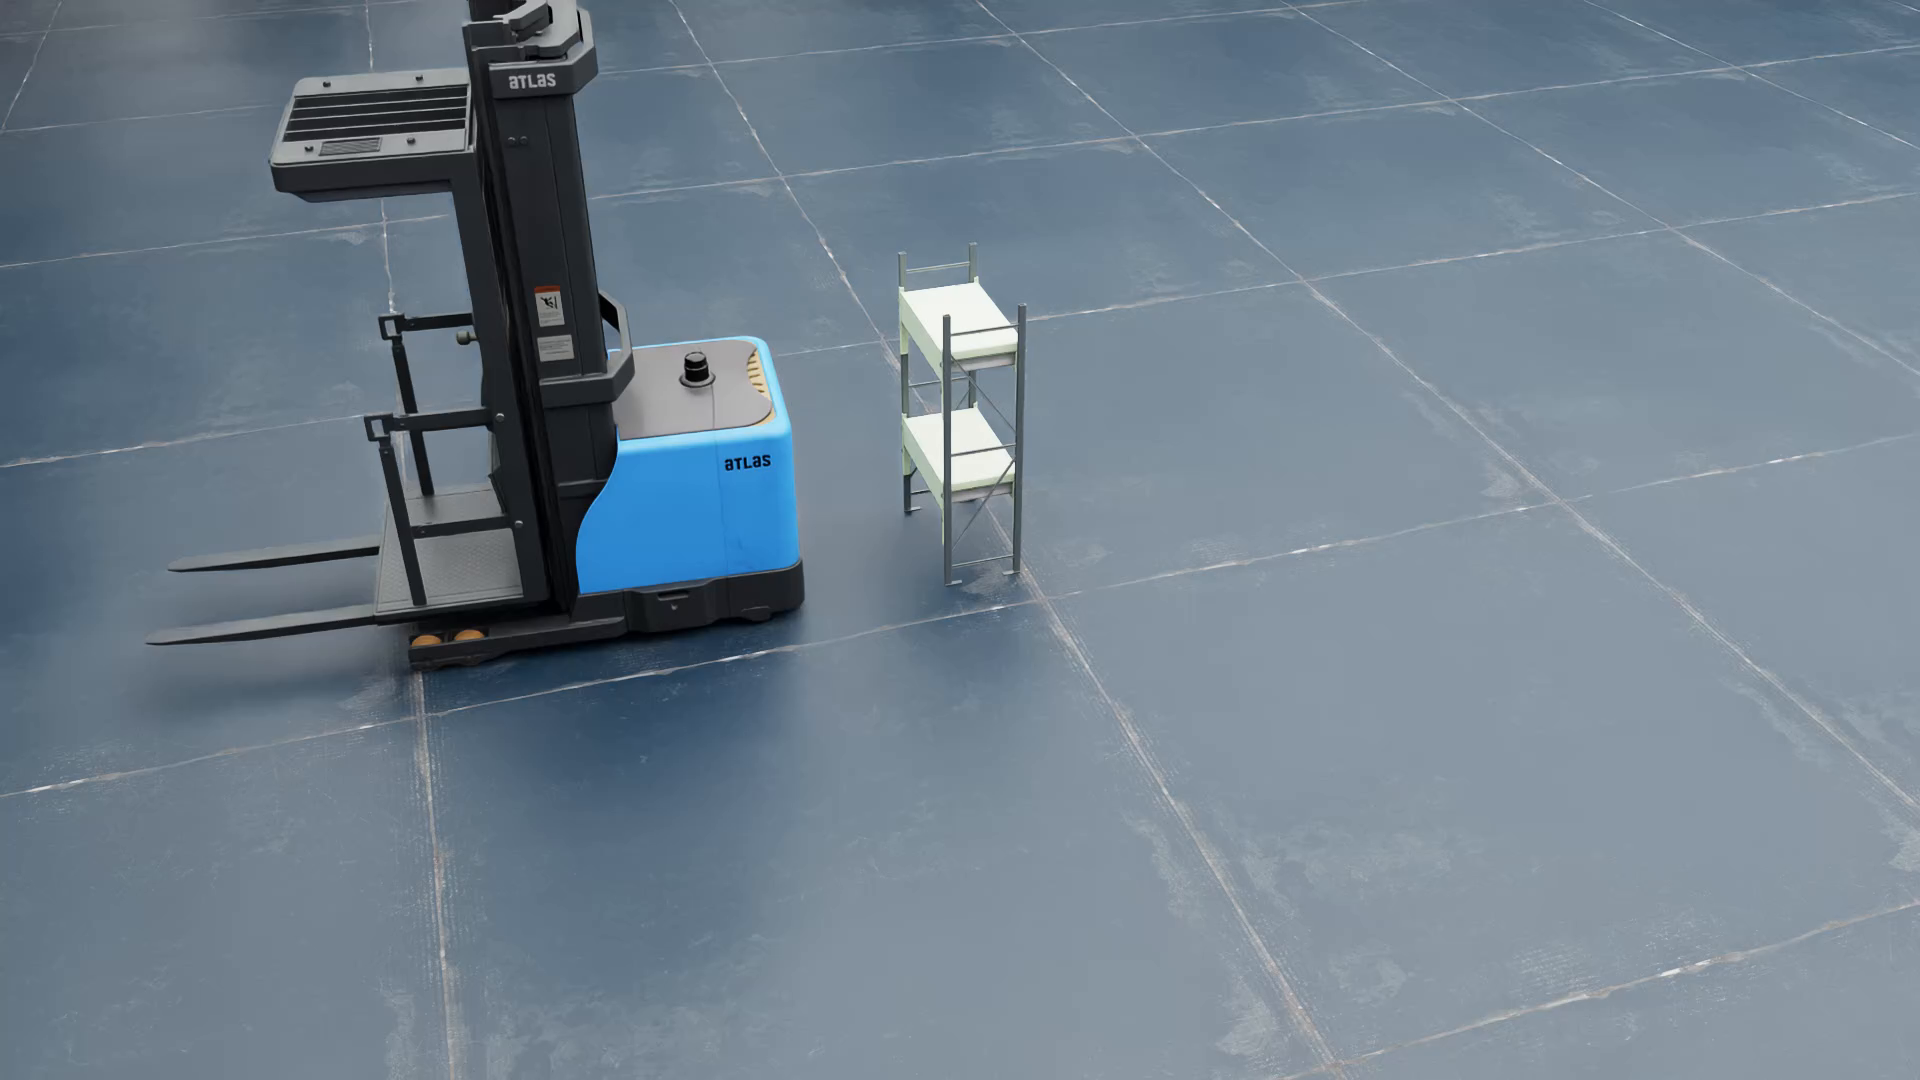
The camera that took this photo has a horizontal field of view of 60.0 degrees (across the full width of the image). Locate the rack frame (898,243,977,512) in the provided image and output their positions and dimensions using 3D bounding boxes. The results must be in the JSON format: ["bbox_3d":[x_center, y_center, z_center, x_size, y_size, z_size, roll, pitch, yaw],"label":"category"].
[{"bbox_3d":[-0.110,-0.814,8.622,0.400,1.500,0.023,-10,35,-15],"label":"rack frame"}]

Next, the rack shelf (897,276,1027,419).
[{"bbox_3d":[0.002,-0.948,8.116,0.431,0.370,0.720,-10,35,-15],"label":"rack shelf"}]

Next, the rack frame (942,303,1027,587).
[{"bbox_3d":[0.114,-0.430,8.040,0.400,1.500,0.023,-10,35,-15],"label":"rack frame"}]

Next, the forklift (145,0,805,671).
[{"bbox_3d":[-2.337,-0.928,7.496,3.031,2.935,1.130,-7,34,-11],"label":"forklift"}]

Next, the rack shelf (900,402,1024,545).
[{"bbox_3d":[0.002,-0.350,8.511,0.431,0.370,0.720,-10,35,-15],"label":"rack shelf"}]

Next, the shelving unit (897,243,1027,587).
[{"bbox_3d":[0.002,-0.622,8.331,0.431,1.500,0.755,-10,35,-15],"label":"shelving unit"}]
